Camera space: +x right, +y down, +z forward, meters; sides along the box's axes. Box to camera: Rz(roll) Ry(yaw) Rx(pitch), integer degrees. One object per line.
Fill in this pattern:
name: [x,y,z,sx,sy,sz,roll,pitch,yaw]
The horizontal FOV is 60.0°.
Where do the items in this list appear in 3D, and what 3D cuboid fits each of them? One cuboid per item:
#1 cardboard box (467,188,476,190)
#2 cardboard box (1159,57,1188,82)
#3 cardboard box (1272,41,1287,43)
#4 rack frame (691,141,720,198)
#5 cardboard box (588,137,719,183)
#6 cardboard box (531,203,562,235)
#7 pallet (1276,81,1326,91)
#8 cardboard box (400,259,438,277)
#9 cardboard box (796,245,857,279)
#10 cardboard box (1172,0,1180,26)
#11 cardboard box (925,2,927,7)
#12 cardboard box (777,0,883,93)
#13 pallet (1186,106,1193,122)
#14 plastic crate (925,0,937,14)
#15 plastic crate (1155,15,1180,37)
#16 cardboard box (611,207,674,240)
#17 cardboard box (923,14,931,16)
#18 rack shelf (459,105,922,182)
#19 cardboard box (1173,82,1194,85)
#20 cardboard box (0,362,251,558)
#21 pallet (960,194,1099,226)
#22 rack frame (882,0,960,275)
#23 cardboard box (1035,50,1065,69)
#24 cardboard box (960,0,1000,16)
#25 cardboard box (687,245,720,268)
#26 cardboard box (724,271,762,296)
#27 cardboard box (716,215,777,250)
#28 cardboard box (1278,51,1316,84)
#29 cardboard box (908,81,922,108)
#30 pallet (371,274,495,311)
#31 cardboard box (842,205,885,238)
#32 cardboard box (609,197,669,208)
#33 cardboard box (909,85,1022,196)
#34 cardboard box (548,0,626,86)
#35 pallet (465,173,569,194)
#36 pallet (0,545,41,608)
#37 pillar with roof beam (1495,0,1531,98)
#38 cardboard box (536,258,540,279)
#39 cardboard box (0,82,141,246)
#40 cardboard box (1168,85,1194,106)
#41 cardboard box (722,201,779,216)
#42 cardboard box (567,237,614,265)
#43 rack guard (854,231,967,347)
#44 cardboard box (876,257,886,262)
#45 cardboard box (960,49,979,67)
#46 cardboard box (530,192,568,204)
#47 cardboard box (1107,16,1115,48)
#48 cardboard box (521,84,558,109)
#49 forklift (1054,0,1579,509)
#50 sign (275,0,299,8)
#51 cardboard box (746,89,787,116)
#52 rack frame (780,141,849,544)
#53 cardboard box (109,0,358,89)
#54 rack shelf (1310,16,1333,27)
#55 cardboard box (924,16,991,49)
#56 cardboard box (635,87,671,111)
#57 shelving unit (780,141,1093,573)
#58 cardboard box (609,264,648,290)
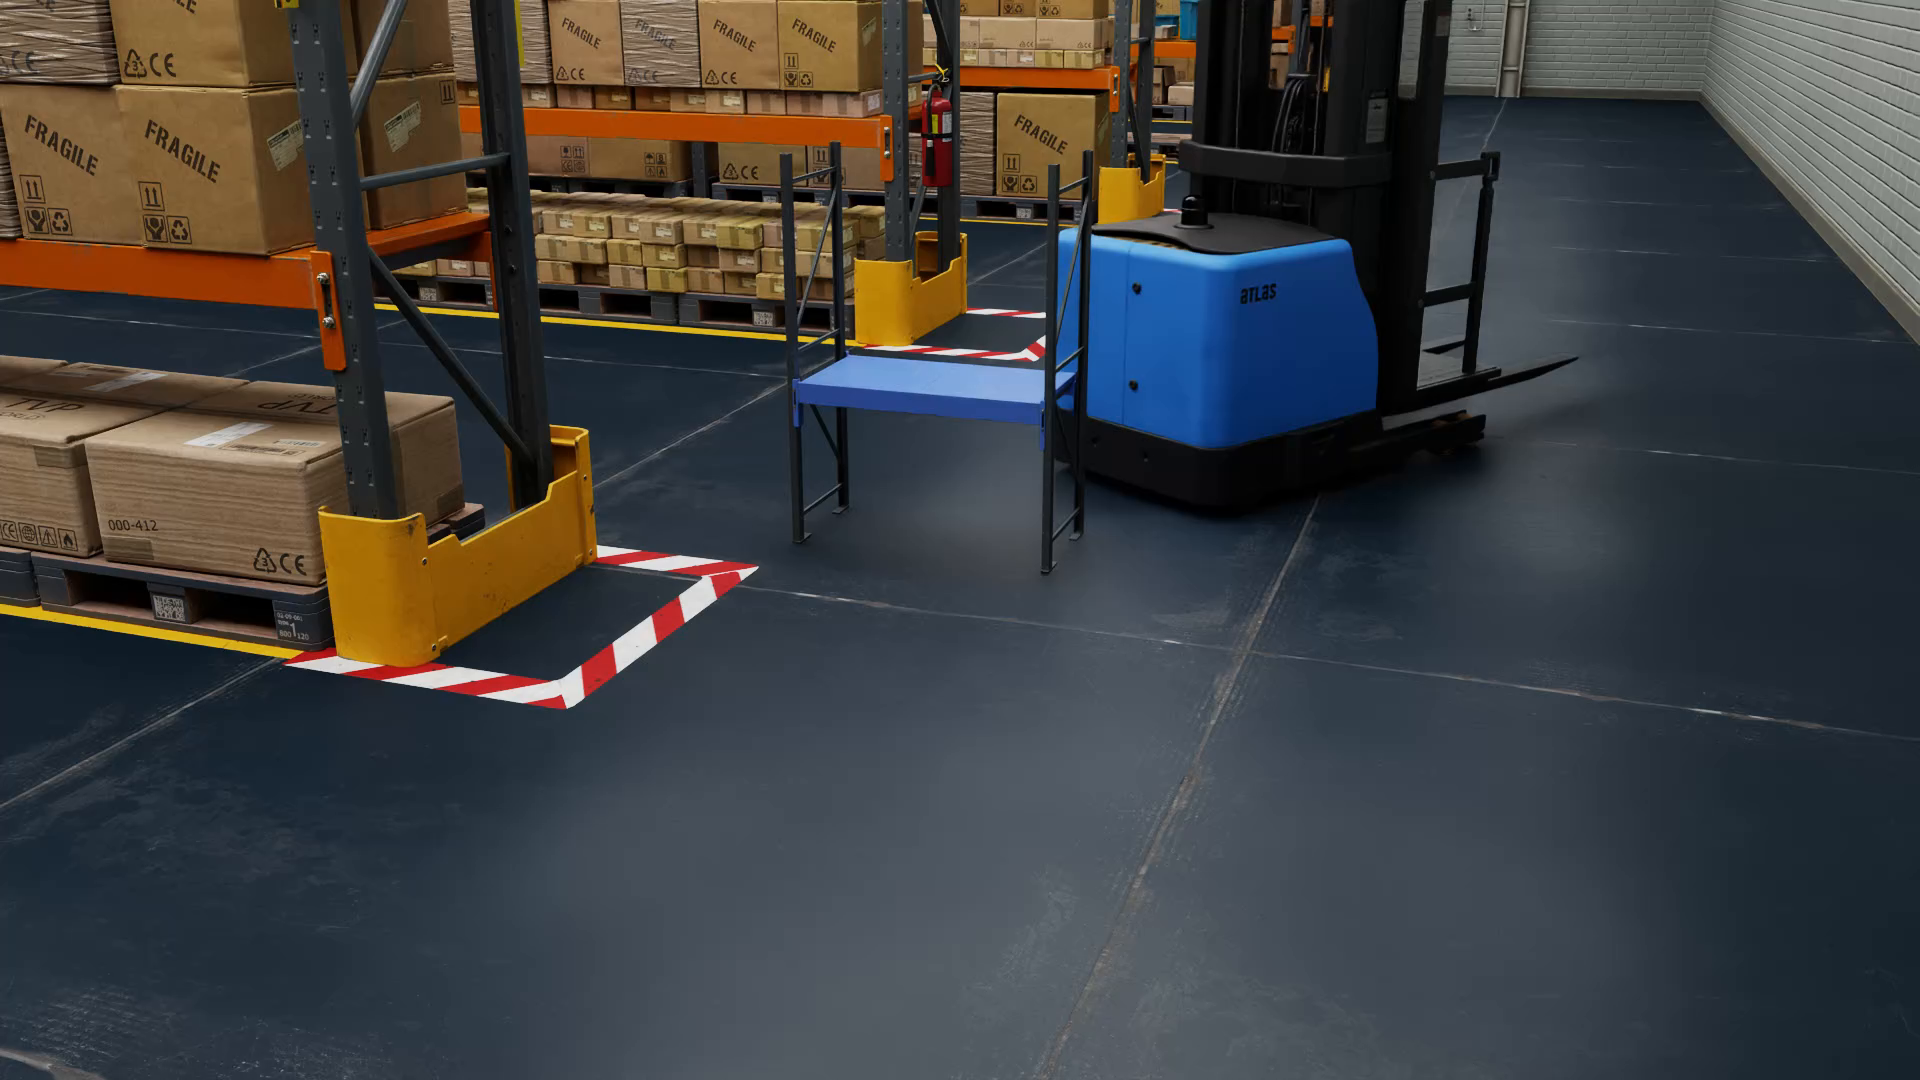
cardboard box: [-3.576,-2.356,11.568,0.250,0.149,0.380,7,20,20]
cardboard box: [3.748,-8.182,28.652,0.500,0.500,0.700,6,20,18]
cardboard box: [5.391,-8.372,28.211,0.250,0.149,0.380,7,20,18]
rack frame: [-2.275,-4.712,15.537,0.127,3.000,1.000,7,20,18]
cardboard box: [-2.886,-3.970,15.998,0.875,0.875,1.225,7,20,18]
cardboard box: [-2.777,-2.078,10.770,0.250,0.149,0.380,7,20,19]
pallet: [5.599,-7.646,28.189,1.213,0.211,1.003,7,20,18]
cardboard box: [-3.508,-1.865,11.062,0.250,0.149,0.380,7,20,20]
cardboard box: [-0.812,-1.710,10.165,0.250,0.149,0.380,6,20,17]
cardboard box: [3.285,-7.481,23.329,0.500,0.500,0.500,7,20,18]
cardboard box: [-0.709,-8.209,24.779,0.500,0.500,0.700,1,19,4]
cardboard box: [-0.728,-2.905,9.749,0.500,0.500,0.500,7,20,19]
pallet: [3.933,-6.137,23.861,1.213,0.211,1.003,7,20,18]
plastic crate: [-0.096,-6.328,20.107,0.575,0.384,0.392,7,20,18]
plastic crate: [2.382,-5.969,19.307,0.300,0.233,0.416,7,20,18]
cardboard box: [-2.016,-2.016,10.592,0.250,0.149,0.380,6,20,16]
cardboard box: [-0.322,-4.650,15.134,0.500,0.250,0.500,6,20,17]
rack shelf: [-2.109,-2.625,10.643,4.000,0.370,1.077,7,20,18]
cardboard box: [3.393,-6.524,24.244,0.500,0.250,0.500,7,20,18]
cardboard box: [-3.272,-0.324,6.202,0.875,0.438,0.875,7,20,20]
pallet: [0.723,-3.025,14.934,1.213,0.211,1.003,7,20,18]
rack frame: [-0.219,-2.749,9.905,0.127,3.000,1.000,7,20,18]
cardboard box: [0.813,-4.125,14.234,0.250,0.149,0.380,7,20,19]
cardboard box: [0.175,-4.948,14.849,0.500,0.500,0.500,6,20,17]
cardboard box: [-1.523,-1.826,10.499,0.250,0.149,0.380,6,20,17]
cardboard box: [-1.283,-1.644,10.430,0.250,0.149,0.380,6,20,18]
cardboard box: [-1.308,-1.894,10.241,0.250,0.149,0.380,6,20,17]
cardboard box: [5.686,-7.963,28.022,0.500,0.500,0.700,7,20,18]
cardboard box: [-0.418,-2.767,10.339,0.250,0.149,0.380,6,20,18]
pallet: [-3.352,-1.802,11.426,1.213,0.211,1.003,7,20,18]
cardboard box: [-0.603,-2.044,10.672,0.250,0.149,0.380,6,20,16]
cardboard box: [-2.121,-2.177,11.055,0.250,0.149,0.380,7,20,18]
cardboard box: [0.013,-3.617,14.987,0.875,0.875,0.875,7,20,18]
cardboard box: [-2.163,-3.071,10.225,0.500,0.500,0.500,8,21,21]
pallet: [-4.185,-3.586,16.544,1.213,0.211,1.003,7,20,18]
pallet: [-3.678,-0.076,6.475,1.213,0.211,1.003,7,20,18]
pillar with roof beam: [7.802,-10.372,22.660,0.400,9.000,9.100,7,20,18]
cardboard box: [-2.734,-1.824,10.945,0.250,0.149,0.380,6,20,16]
cardboard box: [-2.760,-1.275,5.524,0.500,0.500,0.500,6,20,17]
cardboard box: [3.276,-6.363,23.783,0.500,0.250,0.500,7,20,18]
cardboard box: [-1.360,-2.104,10.846,0.250,0.149,0.380,6,20,15]
cardboard box: [-2.302,-1.872,10.630,0.250,0.149,0.380,7,20,19]
rack guard: [-0.291,-1.577,10.340,0.348,0.500,1.175,7,20,18]
cardboard box: [-0.609,-1.757,10.753,0.250,0.149,0.380,7,20,19]
cardboard box: [0.094,-4.207,14.471,0.250,0.149,0.380,6,20,17]
cardboard box: [-2.865,-2.264,11.304,0.250,0.149,0.380,7,20,20]
cardboard box: [1.139,-4.485,14.663,0.500,0.250,0.500,6,20,17]
cardboard box: [-2.578,-2.803,10.441,0.250,0.149,0.380,7,21,20]
forklift: [1.839,-1.890,7.546,3.031,2.935,1.130,-15,24,-37]
sign: [-1.940,-1.690,4.749,0.005,0.325,0.100,7,20,18]
cardboard box: [-1.085,-2.638,9.970,0.250,0.149,0.380,6,20,18]
rack frame: [-0.561,-0.772,6.513,0.032,1.500,0.500,7,20,18]
cardboard box: [-2.282,-1.696,5.214,0.500,0.500,0.500,7,20,20]
rack shelf: [4.491,-8.777,28.290,4.000,0.370,1.077,7,20,18]
cardboard box: [-0.001,-4.429,14.502,0.500,0.250,0.500,6,20,16]
cardboard box: [-1.808,-2.744,10.273,0.250,0.149,0.380,6,20,16]
shelving unit: [-0.081,-0.717,6.356,1.048,1.500,0.538,7,20,18]
cardboard box: [-2.033,-1.711,10.620,0.250,0.149,0.380,7,20,19]
